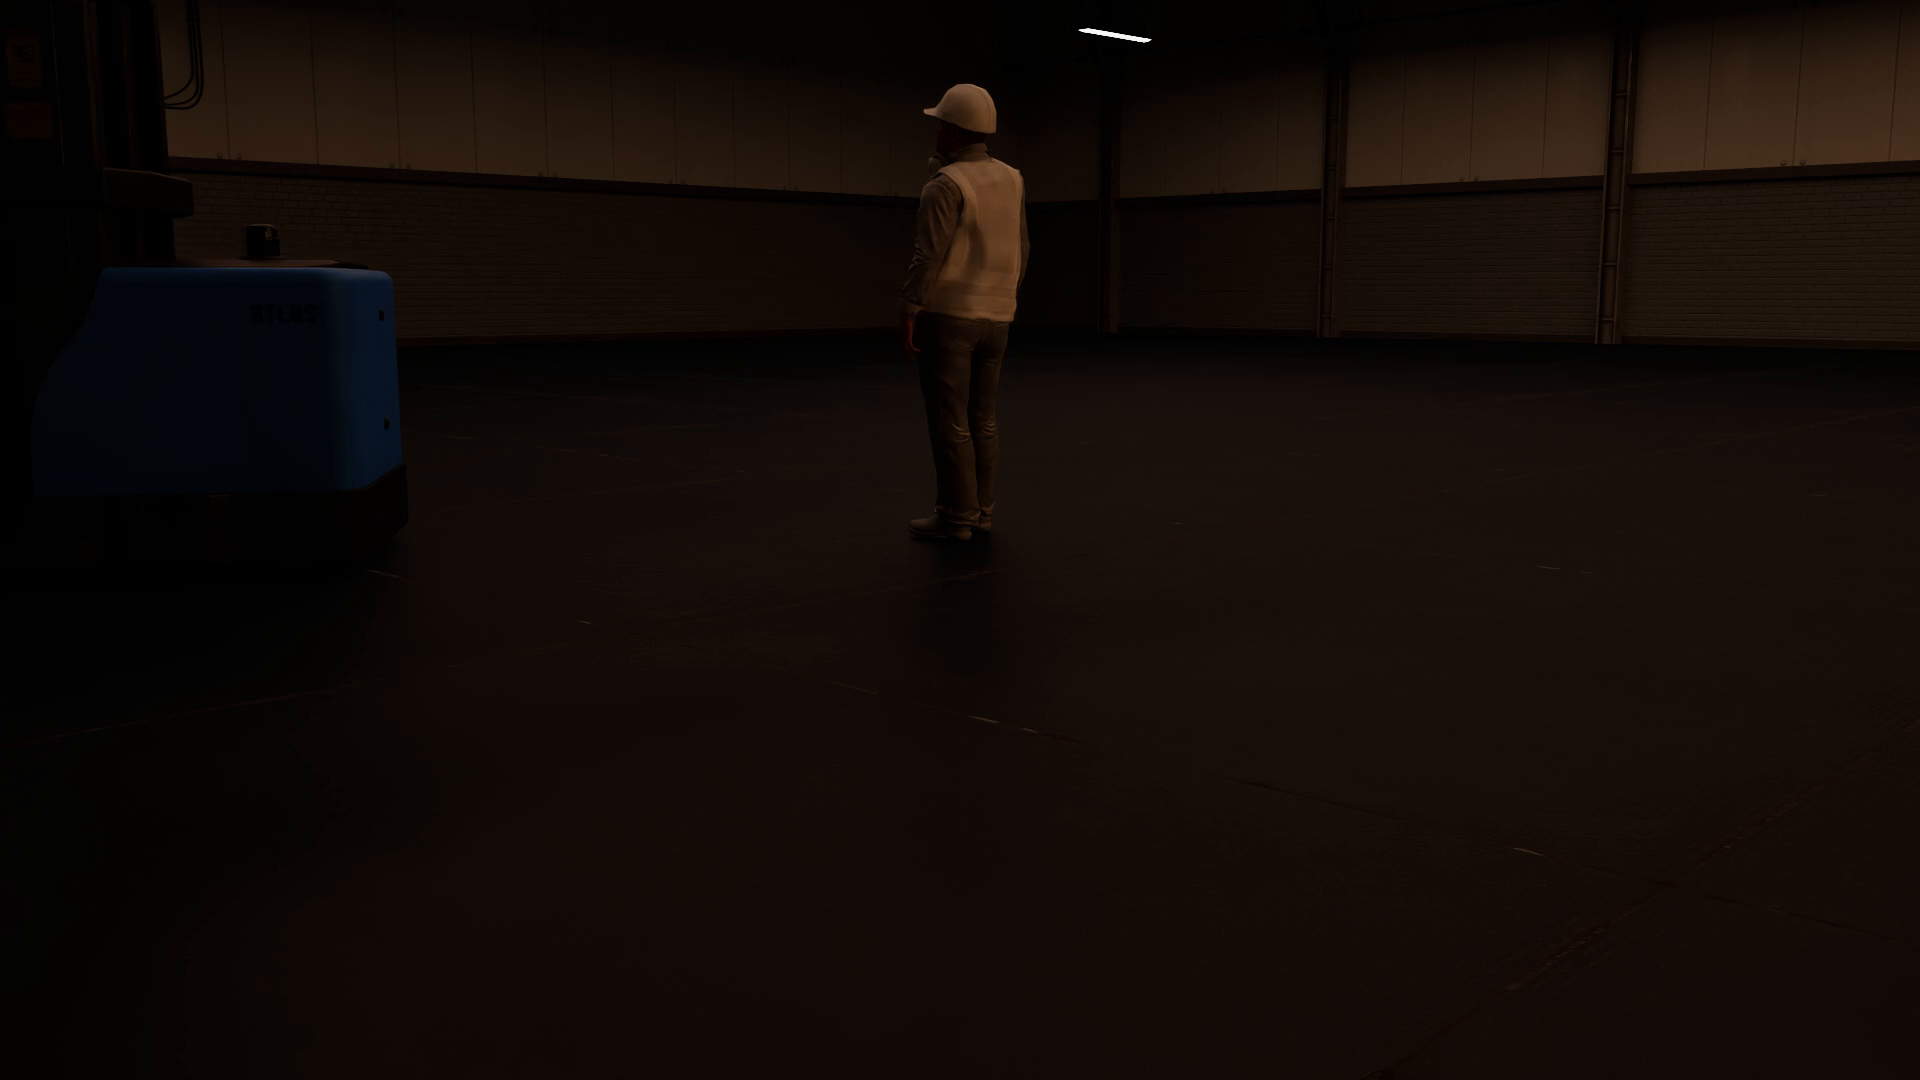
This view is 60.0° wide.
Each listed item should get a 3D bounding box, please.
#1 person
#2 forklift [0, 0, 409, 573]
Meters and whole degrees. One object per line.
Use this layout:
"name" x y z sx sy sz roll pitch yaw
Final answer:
"person" -0.040 -0.892 6.632 0.568 1.774 0.633 8 12 43
"forklift" -3.645 -1.349 5.834 3.031 2.935 1.130 -2 9 -10
